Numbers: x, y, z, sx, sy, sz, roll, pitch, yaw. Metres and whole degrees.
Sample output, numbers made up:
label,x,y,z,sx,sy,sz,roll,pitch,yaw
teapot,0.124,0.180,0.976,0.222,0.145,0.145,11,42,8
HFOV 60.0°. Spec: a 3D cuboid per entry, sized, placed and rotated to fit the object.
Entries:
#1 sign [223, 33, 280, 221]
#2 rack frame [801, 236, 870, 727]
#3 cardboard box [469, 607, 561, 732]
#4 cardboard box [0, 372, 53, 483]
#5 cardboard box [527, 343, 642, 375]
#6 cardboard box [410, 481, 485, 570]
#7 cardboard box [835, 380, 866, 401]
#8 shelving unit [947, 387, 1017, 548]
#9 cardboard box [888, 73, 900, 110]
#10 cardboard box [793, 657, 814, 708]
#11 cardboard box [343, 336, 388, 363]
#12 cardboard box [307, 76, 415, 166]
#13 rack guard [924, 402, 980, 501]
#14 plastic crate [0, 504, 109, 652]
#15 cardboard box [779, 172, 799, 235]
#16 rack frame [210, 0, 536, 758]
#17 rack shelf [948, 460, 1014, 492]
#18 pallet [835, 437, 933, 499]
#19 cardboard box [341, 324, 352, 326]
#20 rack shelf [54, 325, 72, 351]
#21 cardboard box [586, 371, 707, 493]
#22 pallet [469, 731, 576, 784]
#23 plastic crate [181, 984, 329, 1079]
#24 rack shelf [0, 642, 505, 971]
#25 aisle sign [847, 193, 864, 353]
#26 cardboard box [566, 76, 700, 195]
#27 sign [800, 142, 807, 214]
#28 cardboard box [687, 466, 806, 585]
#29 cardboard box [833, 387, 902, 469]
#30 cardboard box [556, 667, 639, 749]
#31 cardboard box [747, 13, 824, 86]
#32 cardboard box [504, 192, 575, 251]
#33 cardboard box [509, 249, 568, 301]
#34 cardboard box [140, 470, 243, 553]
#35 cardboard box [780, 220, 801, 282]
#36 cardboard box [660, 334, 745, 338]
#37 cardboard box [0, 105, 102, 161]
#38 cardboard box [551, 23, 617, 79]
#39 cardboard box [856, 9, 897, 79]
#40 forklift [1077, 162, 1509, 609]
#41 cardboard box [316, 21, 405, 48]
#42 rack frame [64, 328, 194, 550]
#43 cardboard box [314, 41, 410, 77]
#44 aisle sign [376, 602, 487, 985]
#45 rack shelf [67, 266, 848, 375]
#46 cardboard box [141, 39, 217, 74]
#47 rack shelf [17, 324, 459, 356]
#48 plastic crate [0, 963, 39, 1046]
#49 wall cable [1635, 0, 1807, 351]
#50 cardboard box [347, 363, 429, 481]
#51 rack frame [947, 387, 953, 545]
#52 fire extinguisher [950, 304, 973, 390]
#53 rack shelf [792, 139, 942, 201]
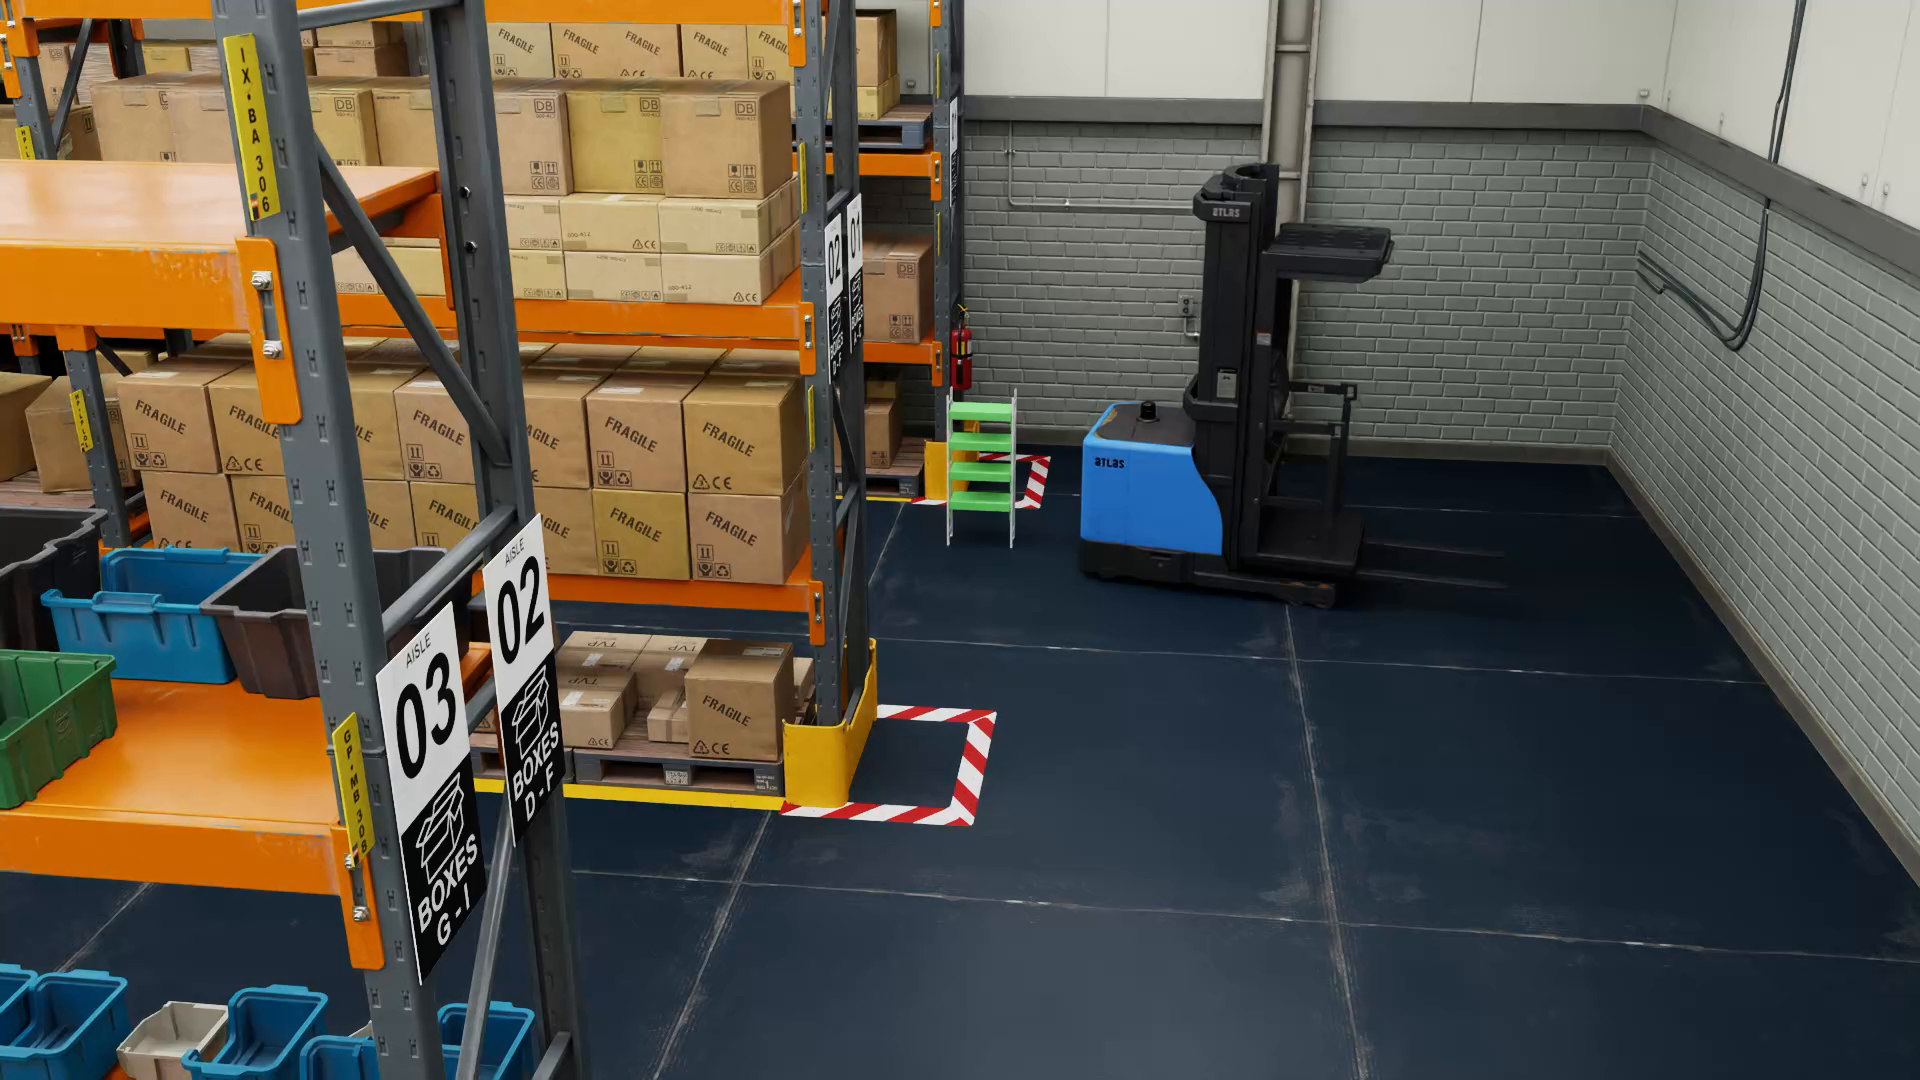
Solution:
label,x,y,z,sx,sy,sz,roll,pitch,yaw
sign,-1.299,-0.757,3.054,0.005,0.325,0.100,2,22,6
rack frame,-0.664,-0.127,9.182,0.127,3.000,1.000,2,22,6
cardboard box,-2.770,0.735,9.797,0.637,0.503,0.797,2,22,6
cardboard box,-5.770,-0.651,9.799,0.500,0.500,0.700,6,22,15
cardboard box,-2.090,-0.797,9.381,0.500,0.500,0.500,3,22,7
cardboard box,-2.651,-0.160,9.129,0.500,0.500,0.500,2,22,6
cardboard box,-0.940,-1.203,13.850,0.250,0.149,0.380,2,22,6
shelving unit,0.164,-0.551,12.701,0.503,1.200,0.258,2,22,6
cardboard box,-0.780,-3.624,13.444,0.500,0.250,0.500,4,22,9
cardboard box,-1.039,0.850,9.988,0.250,0.149,0.380,2,22,6
cardboard box,-3.594,-0.863,9.547,0.500,0.500,0.500,2,22,5
cardboard box,-3.171,-2.107,8.613,0.500,0.500,0.700,2,22,6
rack guard,-0.061,-0.772,14.214,0.348,0.500,1.175,2,22,6
plastic crate,-2.735,0.149,4.489,0.767,0.338,0.504,2,22,6
cardboard box,-1.143,-1.802,8.862,0.500,0.250,0.500,2,22,6
rack frame,-1.250,-1.109,3.505,0.127,3.000,1.000,2,22,6
rack shelf,0.164,-0.491,12.725,0.480,0.148,0.258,2,22,6
pallet,-0.888,-0.645,14.285,1.213,0.211,1.003,2,22,6
cardboard box,-5.200,-1.933,14.063,0.250,0.149,0.380,3,22,6
rack shelf,-6.622,-1.447,9.419,4.000,0.370,1.077,2,22,6
cardboard box,-1.640,-0.579,8.829,0.500,0.500,0.500,3,22,8
pallet,-2.739,1.079,9.925,1.213,0.211,1.003,2,22,6
plastic crate,-2.110,1.572,5.030,0.300,0.233,0.416,2,22,6
rack shelf,-3.236,0.534,4.407,4.000,0.370,1.077,2,22,6
aisle sign,-0.561,-1.440,8.967,0.004,0.787,0.394,2,22,6
cardboard box,-1.662,-2.102,8.602,0.500,0.500,0.700,2,22,6
sign,-0.749,-1.732,7.957,0.005,0.325,0.100,2,22,6
cardboard box,-1.140,-0.094,8.961,0.500,0.500,0.500,3,22,8
cardboard box,-0.791,-0.963,14.123,0.500,0.500,0.700,2,22,6
cardboard box,-2.172,0.961,9.570,0.500,0.250,0.500,2,22,6
cardboard box,-1.339,-3.809,12.892,0.500,0.500,0.500,3,22,8
cardboard box,-2.196,-1.659,8.499,0.500,0.250,0.500,2,22,6
cardboard box,-2.198,-1.421,8.578,0.500,0.250,0.500,2,22,6
cardboard box,-4.162,-0.225,9.294,0.500,0.500,0.500,3,22,8
cardboard box,-1.144,-1.567,8.949,0.500,0.250,0.500,2,22,6
cardboard box,-2.072,-2.158,13.909,0.700,0.700,0.980,1,22,4
cardboard box,-5.127,-2.032,9.077,0.600,0.600,0.600,0,22,1
cardboard box,-2.871,-3.872,13.050,0.500,0.500,0.500,2,22,5
cardboard box,-0.781,-3.971,13.302,0.500,0.500,0.500,2,22,4
forklift,2.442,-1.099,11.732,3.031,2.935,1.130,6,22,16
cardboard box,-4.915,-4.190,13.623,0.500,0.250,0.500,4,22,10
rack frame,-4.636,-0.300,9.619,0.127,3.000,1.000,2,22,6
cardboard box,-4.918,-3.833,13.742,0.500,0.500,0.700,1,22,3
aisle sign,-1.213,0.582,3.851,0.004,0.787,0.394,2,22,6
rack shelf,-2.650,-1.274,8.981,4.000,0.370,1.077,2,22,6
cardboard box,-6.460,-3.896,13.899,0.500,0.500,0.700,4,22,9
rack shelf,-6.043,-1.861,14.546,4.000,0.370,1.077,2,22,6
plastic crate,-3.062,1.530,5.135,0.300,0.233,0.416,2,22,6
wall cable,5.490,-2.907,12.276,0.112,2.526,3.097,2,22,6
cardboard box,-3.178,-0.644,8.993,0.500,0.500,0.500,2,22,5
rack frame,-0.078,-0.561,12.728,0.015,1.200,0.240,2,22,6
fire extinguisher,0.011,-1.552,13.397,0.183,0.674,0.296,2,22,6
rack shelf,-2.070,-3.083,13.556,4.000,0.370,1.077,2,22,6
